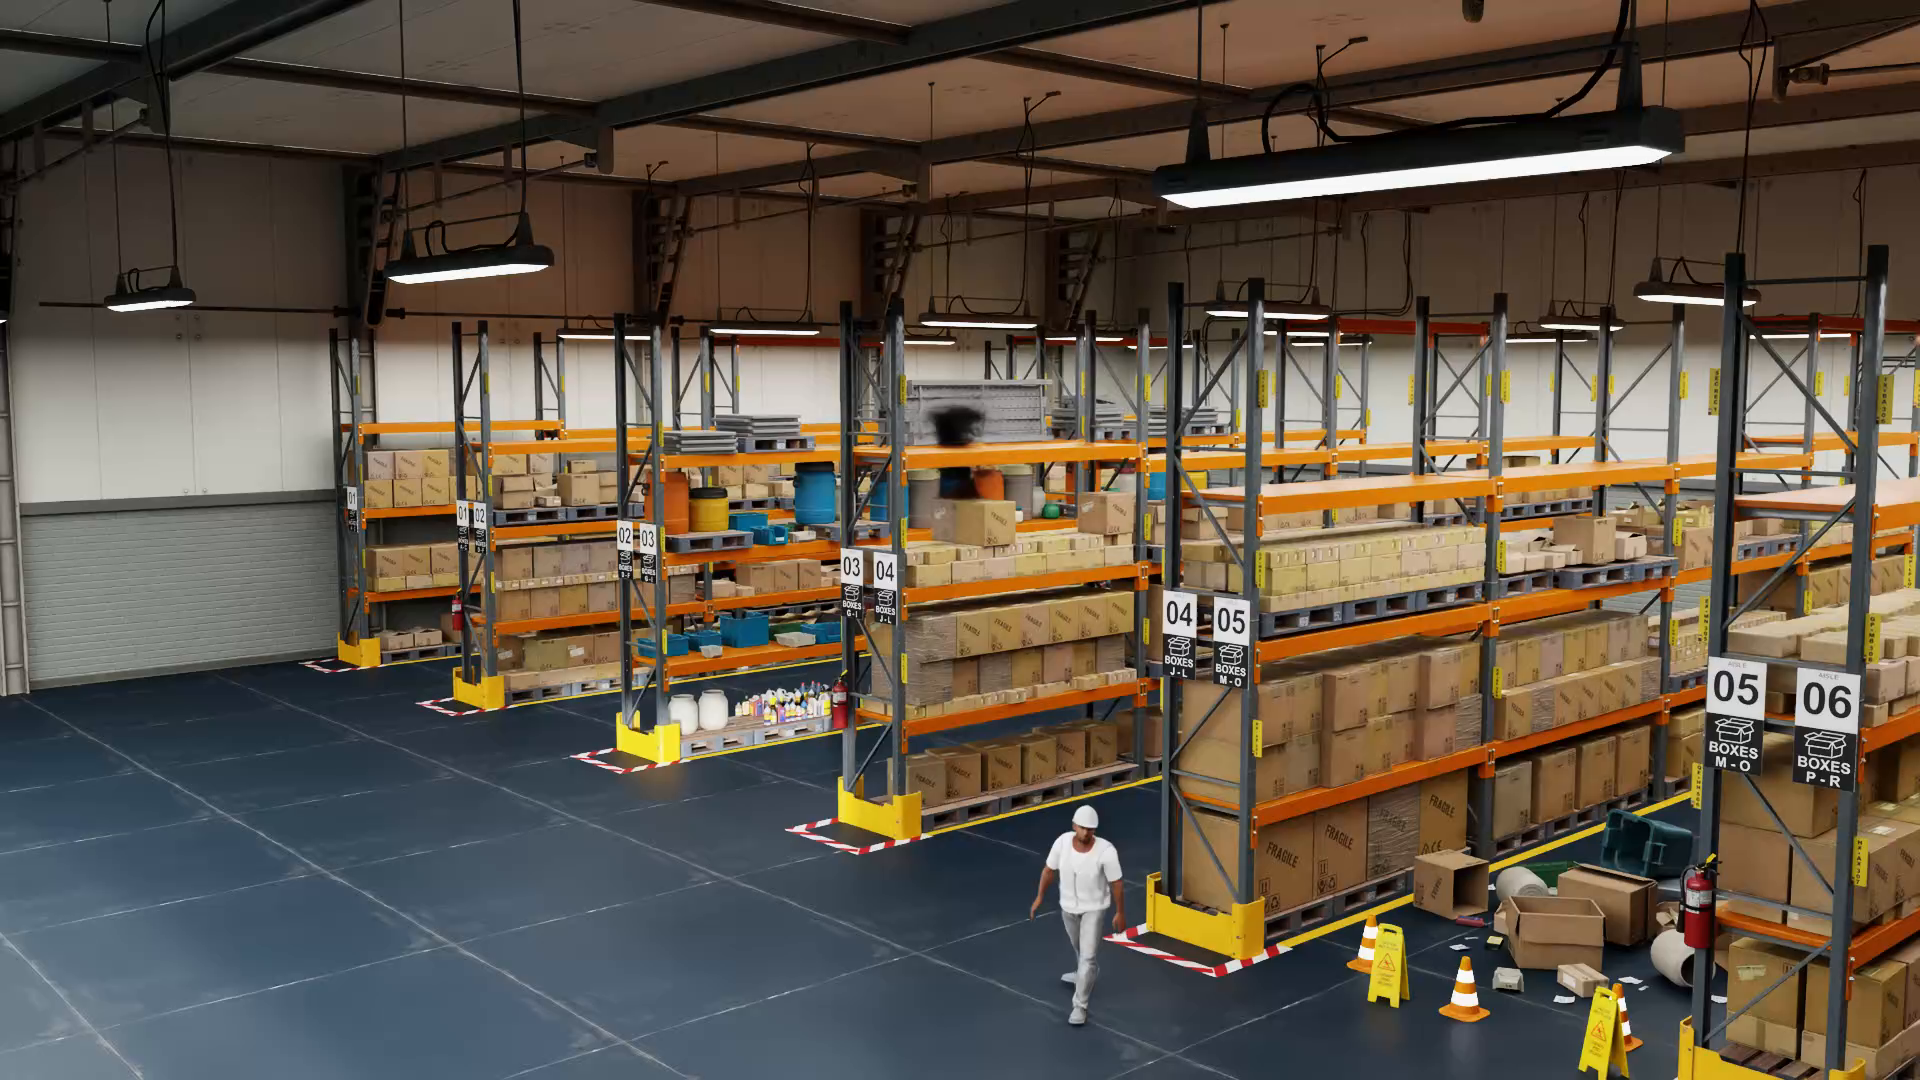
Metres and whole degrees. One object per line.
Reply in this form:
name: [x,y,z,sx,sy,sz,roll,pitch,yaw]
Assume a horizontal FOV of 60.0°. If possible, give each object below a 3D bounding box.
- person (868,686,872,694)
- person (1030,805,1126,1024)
person: [-1.144,1.761,26.987,0.568,1.547,0.911,6,8,45]
person: [1.002,2.975,13.567,0.706,1.703,0.990,3,6,28]
